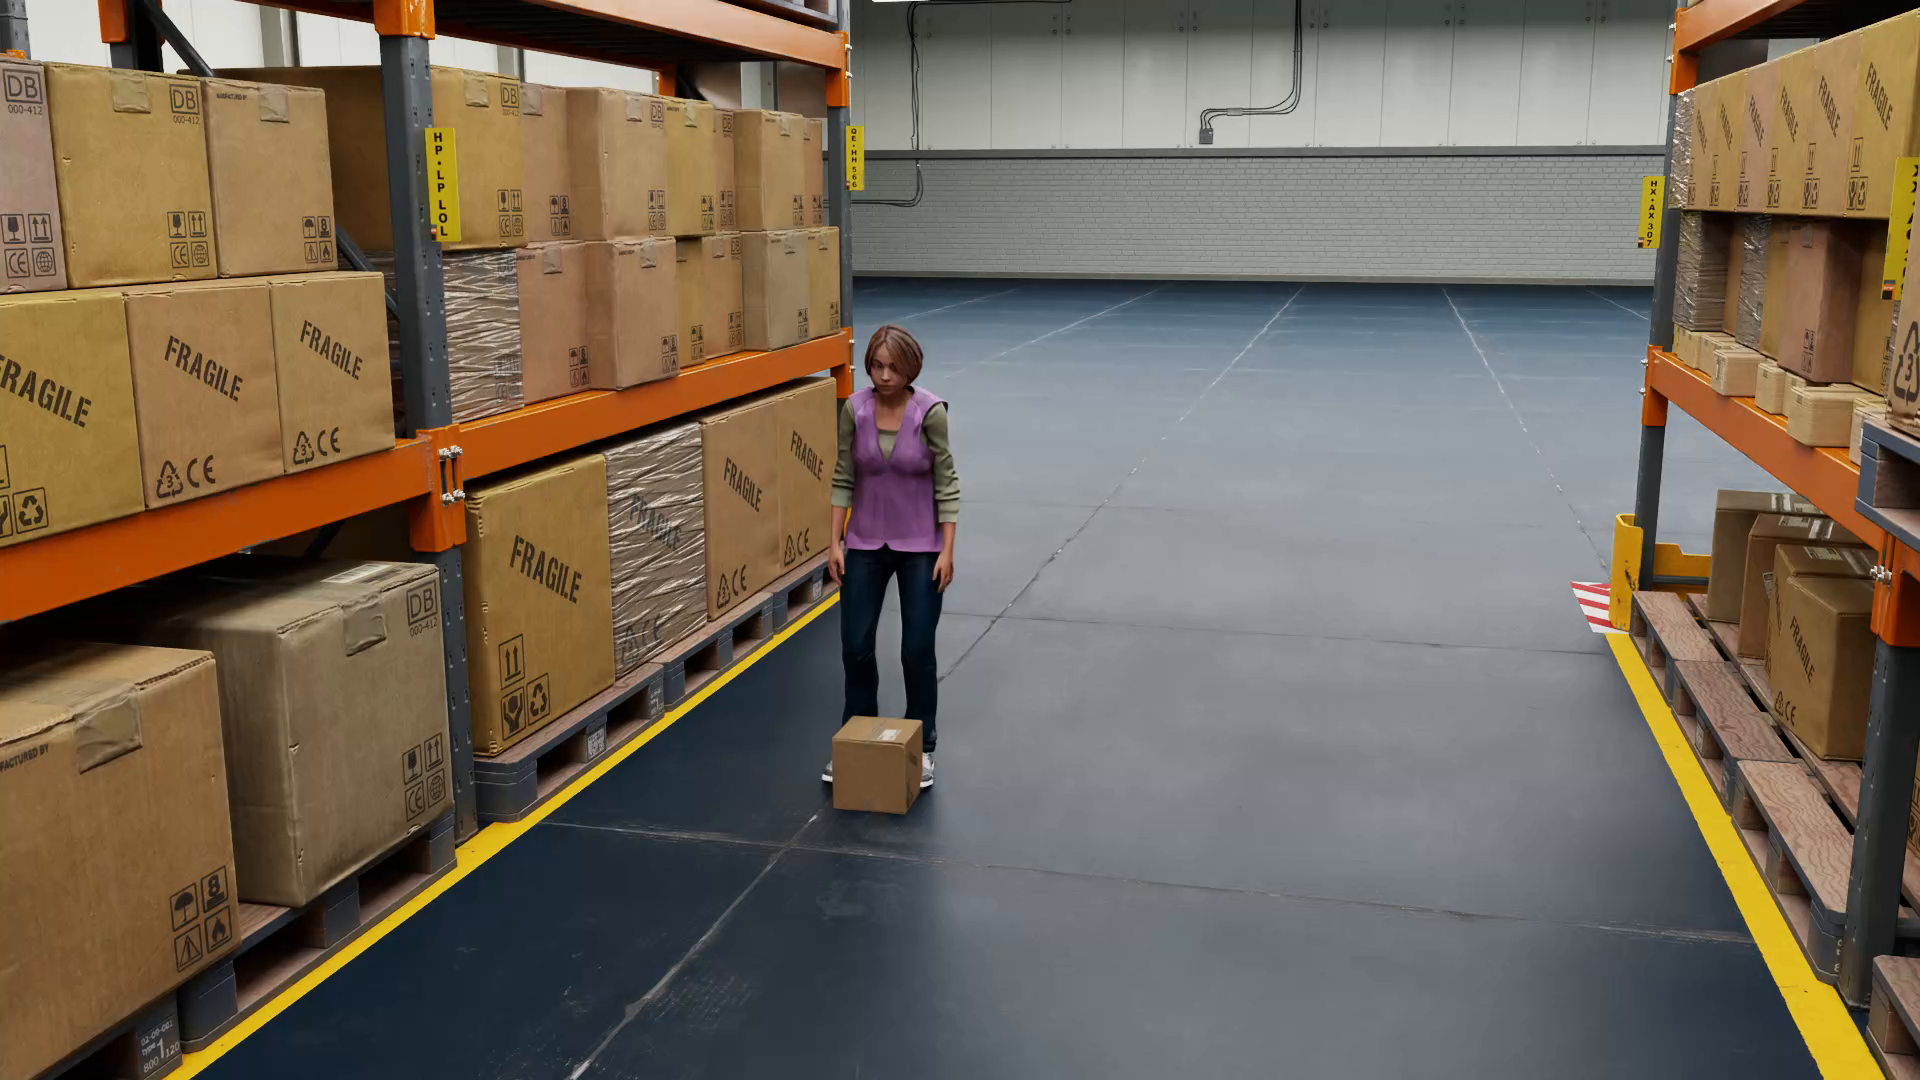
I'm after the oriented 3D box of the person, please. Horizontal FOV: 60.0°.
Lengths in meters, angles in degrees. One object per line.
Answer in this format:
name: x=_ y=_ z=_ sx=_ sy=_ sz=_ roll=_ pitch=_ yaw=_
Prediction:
person: x=-0.231 y=0.054 z=5.720 sx=0.464 sy=1.591 sz=0.343 roll=2 pitch=12 yaw=12
